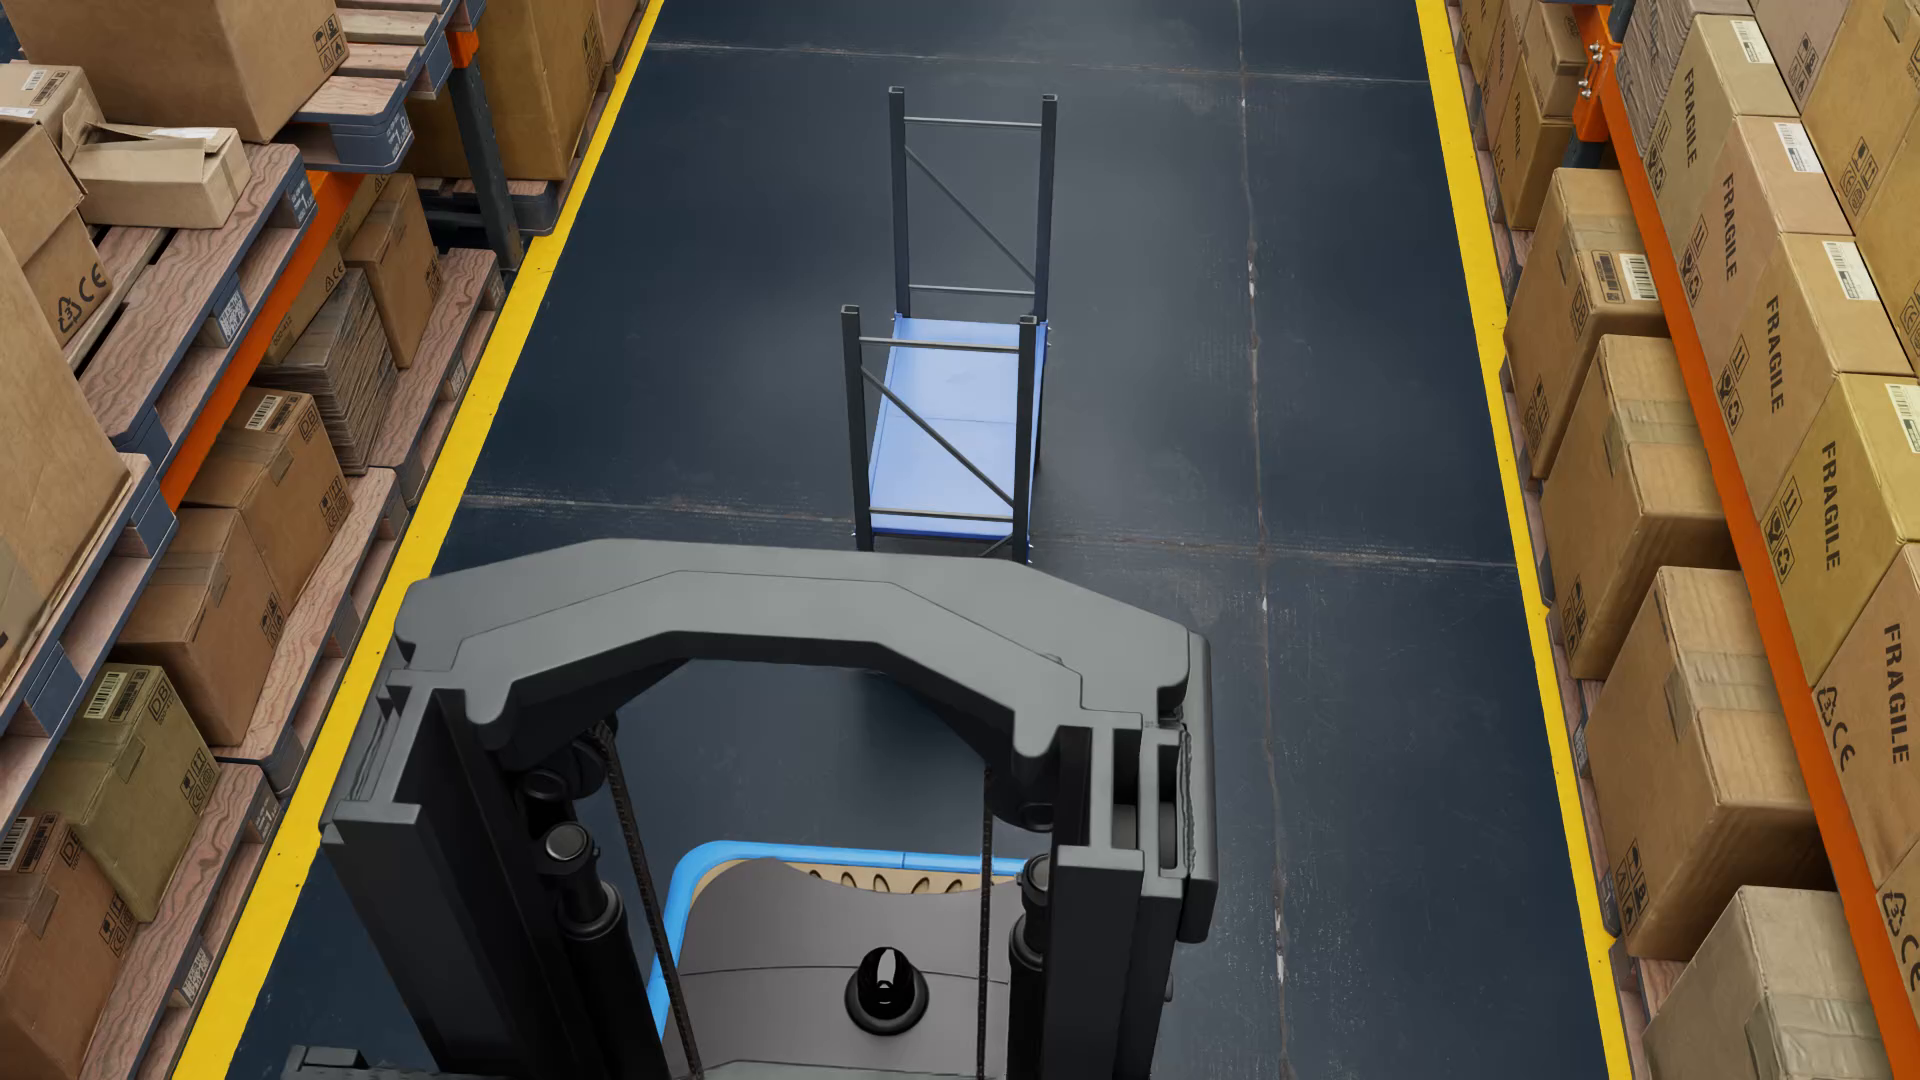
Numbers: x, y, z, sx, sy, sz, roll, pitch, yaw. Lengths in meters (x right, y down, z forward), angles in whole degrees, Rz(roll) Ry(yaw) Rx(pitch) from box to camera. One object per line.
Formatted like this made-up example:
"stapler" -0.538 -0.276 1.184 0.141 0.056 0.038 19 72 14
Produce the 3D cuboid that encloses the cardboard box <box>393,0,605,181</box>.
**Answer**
"cardboard box" -2.204 -2.100 6.793 1.225 0.875 0.875 2 48 2

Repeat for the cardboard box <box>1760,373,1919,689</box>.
"cardboard box" 2.152 -0.001 3.650 0.500 0.500 0.500 4 48 4

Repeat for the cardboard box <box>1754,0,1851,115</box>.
"cardboard box" 2.547 -1.432 4.282 0.700 0.500 0.500 3 48 3

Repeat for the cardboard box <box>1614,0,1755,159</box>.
"cardboard box" 2.333 -1.484 5.007 0.500 0.500 0.500 4 48 4

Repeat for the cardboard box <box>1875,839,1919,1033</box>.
"cardboard box" 2.060 0.742 2.971 0.500 0.500 0.500 4 48 3

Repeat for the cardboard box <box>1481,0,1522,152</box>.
"cardboard box" 2.494 -1.943 6.903 0.500 0.500 0.500 6 48 5

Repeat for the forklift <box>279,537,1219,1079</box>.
"forklift" -0.232 1.512 2.381 1.130 2.935 3.031 3 48 3

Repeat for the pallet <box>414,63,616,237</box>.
"pallet" -2.140 -1.803 7.256 1.003 0.211 1.213 4 48 4

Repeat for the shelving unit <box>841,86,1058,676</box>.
"shelving unit" -0.008 -0.443 5.139 0.538 1.500 1.048 4 48 4

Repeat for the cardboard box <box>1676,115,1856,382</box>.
"cardboard box" 2.243 -0.740 4.326 0.500 0.500 0.500 4 48 3

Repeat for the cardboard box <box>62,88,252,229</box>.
"cardboard box" -2.170 -1.023 4.459 0.396 0.266 0.258 3 48 2

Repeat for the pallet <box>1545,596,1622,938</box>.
"pallet" 2.382 0.647 5.015 1.003 0.211 1.213 4 48 4

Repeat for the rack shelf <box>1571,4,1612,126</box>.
"rack shelf" 2.825 -2.989 6.938 1.077 0.370 4.000 4 48 4

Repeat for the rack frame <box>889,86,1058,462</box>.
"rack frame" 0.039 -0.817 5.481 0.500 1.500 0.032 4 48 4

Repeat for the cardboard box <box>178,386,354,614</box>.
"cardboard box" -2.411 -0.156 5.255 0.700 0.500 0.500 7 48 7

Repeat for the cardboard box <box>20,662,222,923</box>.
"cardboard box" -2.512 0.666 4.504 0.700 0.500 0.500 4 48 3

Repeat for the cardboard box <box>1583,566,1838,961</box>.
"cardboard box" 2.337 0.624 4.386 1.050 0.750 0.750 4 48 4

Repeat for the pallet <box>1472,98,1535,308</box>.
"pallet" 2.716 -1.395 6.883 1.003 0.211 1.213 4 48 4

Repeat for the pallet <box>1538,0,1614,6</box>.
"pallet" 2.602 -2.228 5.885 1.213 0.211 1.003 4 48 4

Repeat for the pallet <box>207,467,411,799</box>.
"pallet" -2.474 0.239 5.388 1.003 0.211 1.213 4 48 4

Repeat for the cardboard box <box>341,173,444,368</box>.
"cardboard box" -2.328 -0.981 6.010 0.700 0.500 0.500 2 48 1

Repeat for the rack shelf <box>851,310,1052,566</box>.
"rack shelf" -0.008 -0.322 5.272 0.538 0.185 1.000 4 48 4

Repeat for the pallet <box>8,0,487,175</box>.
"pallet" -2.246 -1.574 5.287 1.213 0.211 1.003 4 48 4

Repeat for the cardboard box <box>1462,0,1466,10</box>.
"cardboard box" 2.595 -2.700 7.596 0.500 0.500 0.500 5 48 4

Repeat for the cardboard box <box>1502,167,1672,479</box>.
"cardboard box" 2.498 -0.703 5.600 1.050 0.750 0.750 3 48 3

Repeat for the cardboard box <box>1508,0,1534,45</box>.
"cardboard box" 2.479 -2.205 6.635 0.500 0.250 0.500 4 48 4

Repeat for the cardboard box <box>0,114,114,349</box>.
"cardboard box" -2.586 -0.687 3.991 0.797 0.503 0.637 8 48 8

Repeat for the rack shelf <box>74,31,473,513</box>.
"rack shelf" -2.469 -0.457 4.623 1.077 0.370 4.000 4 48 4

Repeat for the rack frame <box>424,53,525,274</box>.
"rack frame" -2.287 -2.170 5.702 1.000 3.000 0.127 4 48 4

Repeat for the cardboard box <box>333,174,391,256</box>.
"cardboard box" -2.318 -1.233 5.733 0.500 0.250 0.500 6 48 5

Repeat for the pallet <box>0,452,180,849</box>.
"pallet" -2.437 0.282 3.589 1.003 0.211 1.213 4 48 4

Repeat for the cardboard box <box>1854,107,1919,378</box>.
"cardboard box" 2.456 -0.680 3.593 0.700 0.500 0.500 3 48 3
